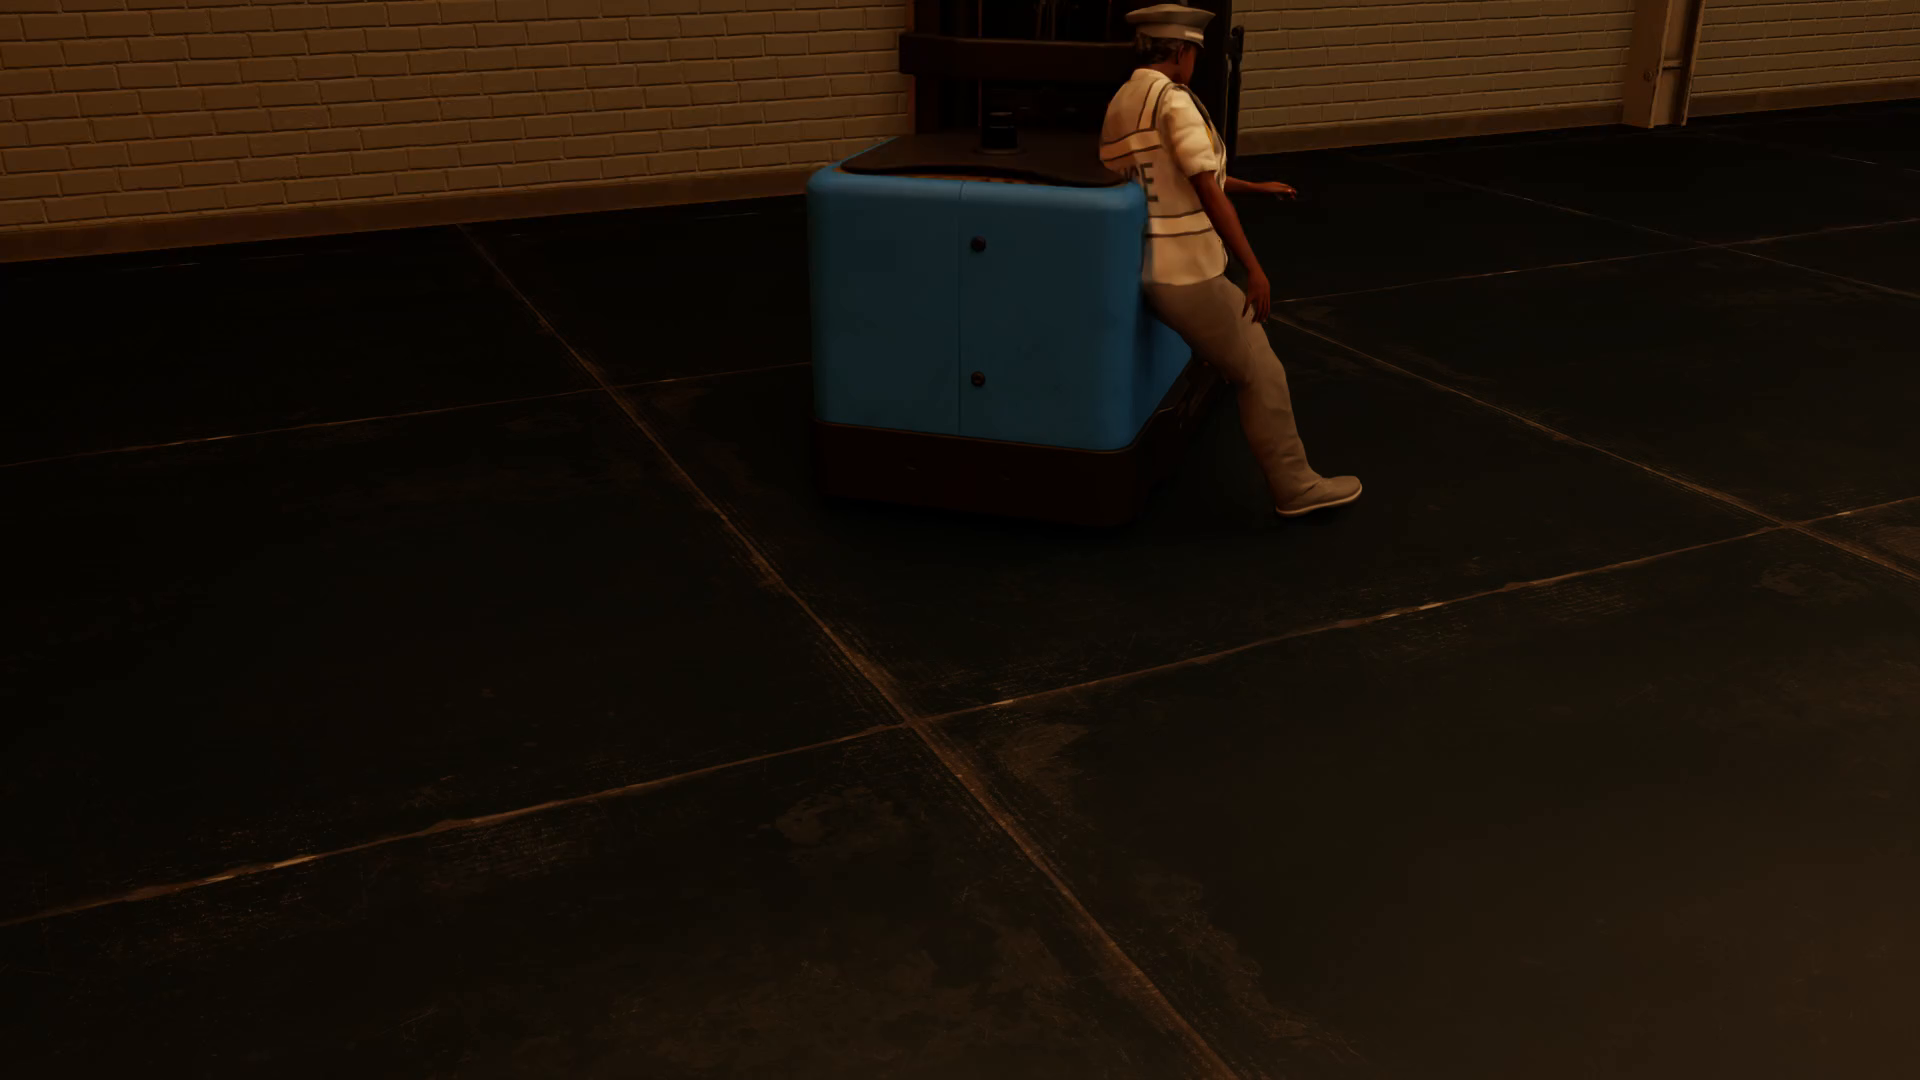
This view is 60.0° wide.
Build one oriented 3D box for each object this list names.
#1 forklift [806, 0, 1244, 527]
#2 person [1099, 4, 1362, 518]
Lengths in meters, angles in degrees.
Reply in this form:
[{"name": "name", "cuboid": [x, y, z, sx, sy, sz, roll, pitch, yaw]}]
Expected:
[{"name": "forklift", "cuboid": [0.463, -1.929, 5.929, 1.130, 2.935, 3.031, 7, 24, 17]}, {"name": "person", "cuboid": [0.741, -0.848, 5.120, 0.865, 1.532, 0.824, -13, 26, -28]}]
